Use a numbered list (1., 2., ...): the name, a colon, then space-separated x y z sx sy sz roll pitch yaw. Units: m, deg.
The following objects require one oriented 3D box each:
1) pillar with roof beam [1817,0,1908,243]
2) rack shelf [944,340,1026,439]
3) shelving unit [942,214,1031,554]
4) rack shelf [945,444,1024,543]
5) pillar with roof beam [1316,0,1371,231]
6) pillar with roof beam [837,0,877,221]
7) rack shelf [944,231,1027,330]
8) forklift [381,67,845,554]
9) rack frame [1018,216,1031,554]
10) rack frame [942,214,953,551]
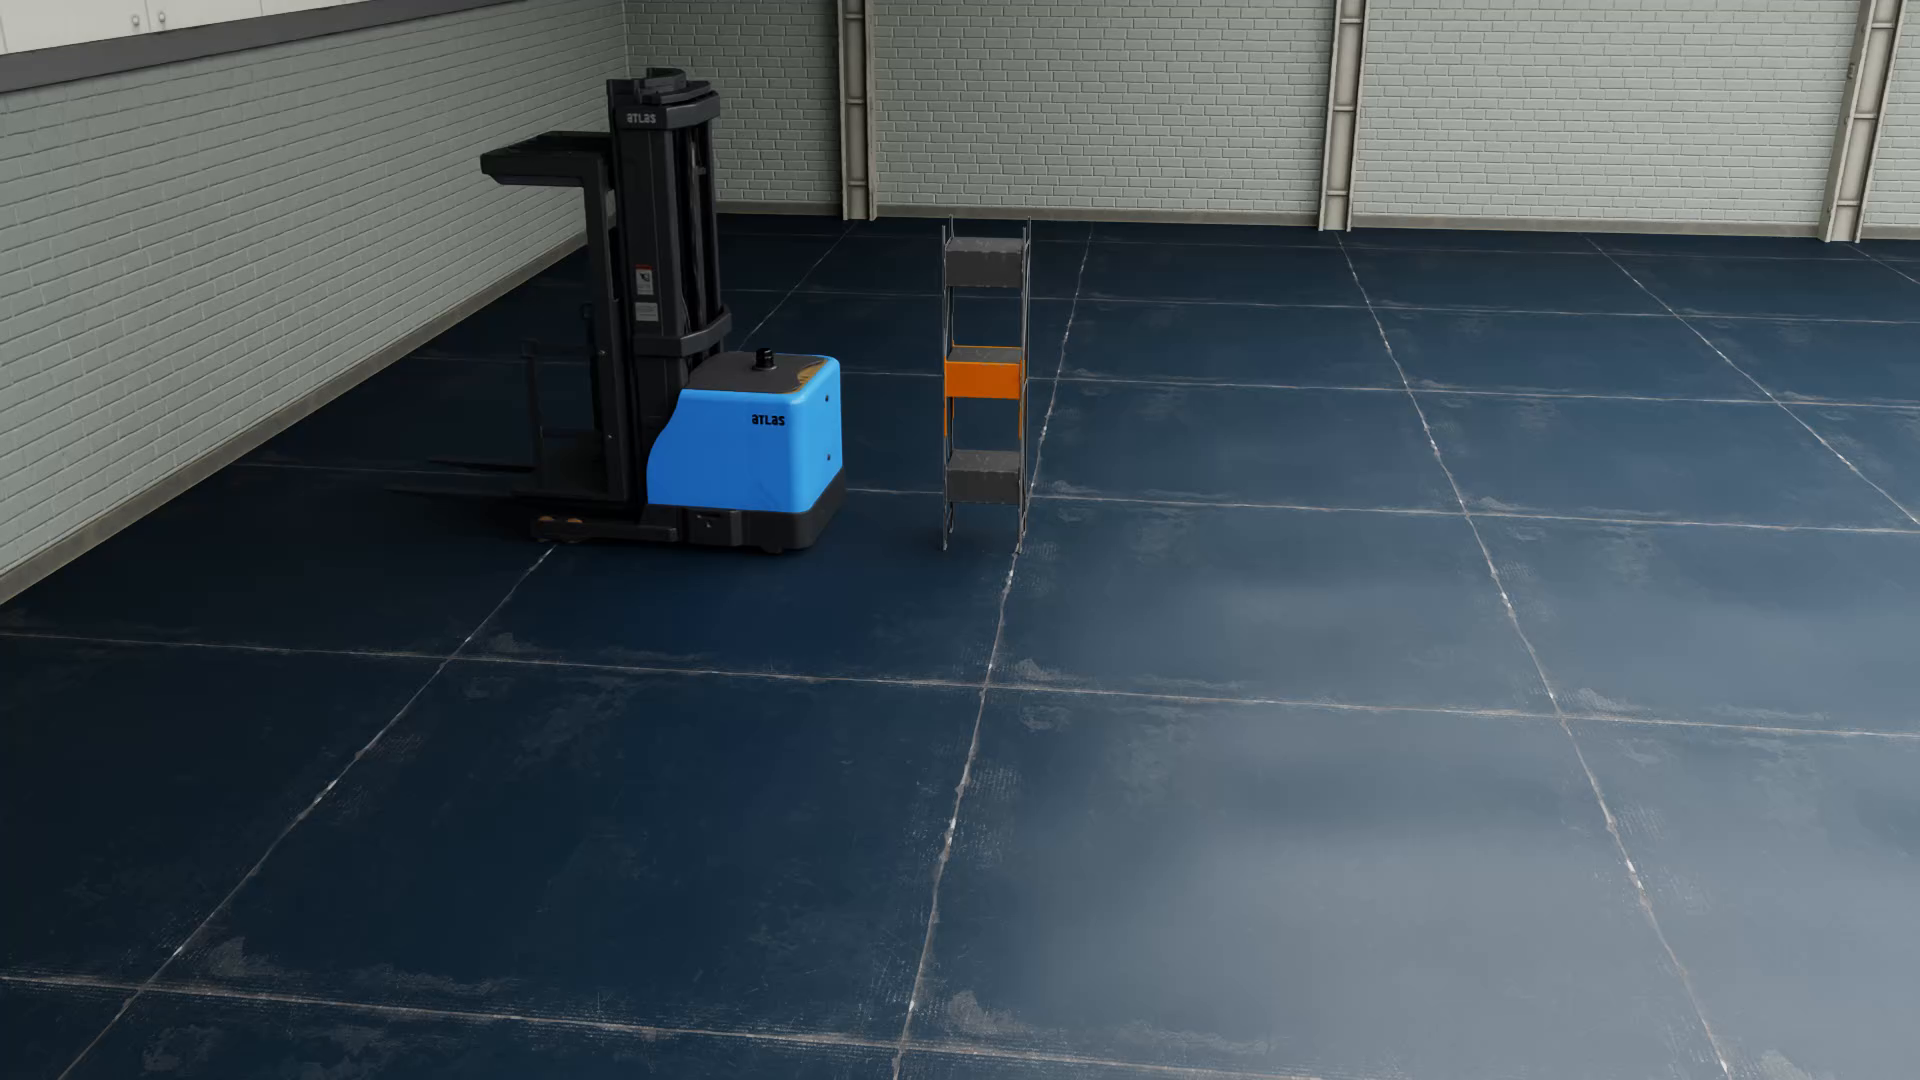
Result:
1. pillar with roof beam: 10.121 -6.248 14.505 0.400 9.000 9.100 2 22 6
2. rack shelf: 0.164 -0.957 10.541 0.480 0.518 0.431 2 22 6
3. shelving unit: 0.164 -0.969 10.536 0.503 2.100 0.431 2 22 6
4. rack shelf: 0.164 -0.306 10.798 0.480 0.518 0.431 2 22 6
5. pillar with roof beam: 4.163 -6.508 15.162 0.400 9.000 9.100 2 22 6
6. pillar with roof beam: -1.796 -6.768 15.818 0.400 9.000 9.100 2 22 6
7. rack shelf: 0.164 -1.608 10.283 0.480 0.518 0.431 2 22 6
8. forklift: -2.358 -1.522 10.804 3.031 2.935 1.130 4 22 10
9. rack frame: 0.407 -0.959 10.509 0.015 2.100 0.400 2 22 6
10. rack frame: -0.078 -0.980 10.562 0.015 2.100 0.400 2 22 6
